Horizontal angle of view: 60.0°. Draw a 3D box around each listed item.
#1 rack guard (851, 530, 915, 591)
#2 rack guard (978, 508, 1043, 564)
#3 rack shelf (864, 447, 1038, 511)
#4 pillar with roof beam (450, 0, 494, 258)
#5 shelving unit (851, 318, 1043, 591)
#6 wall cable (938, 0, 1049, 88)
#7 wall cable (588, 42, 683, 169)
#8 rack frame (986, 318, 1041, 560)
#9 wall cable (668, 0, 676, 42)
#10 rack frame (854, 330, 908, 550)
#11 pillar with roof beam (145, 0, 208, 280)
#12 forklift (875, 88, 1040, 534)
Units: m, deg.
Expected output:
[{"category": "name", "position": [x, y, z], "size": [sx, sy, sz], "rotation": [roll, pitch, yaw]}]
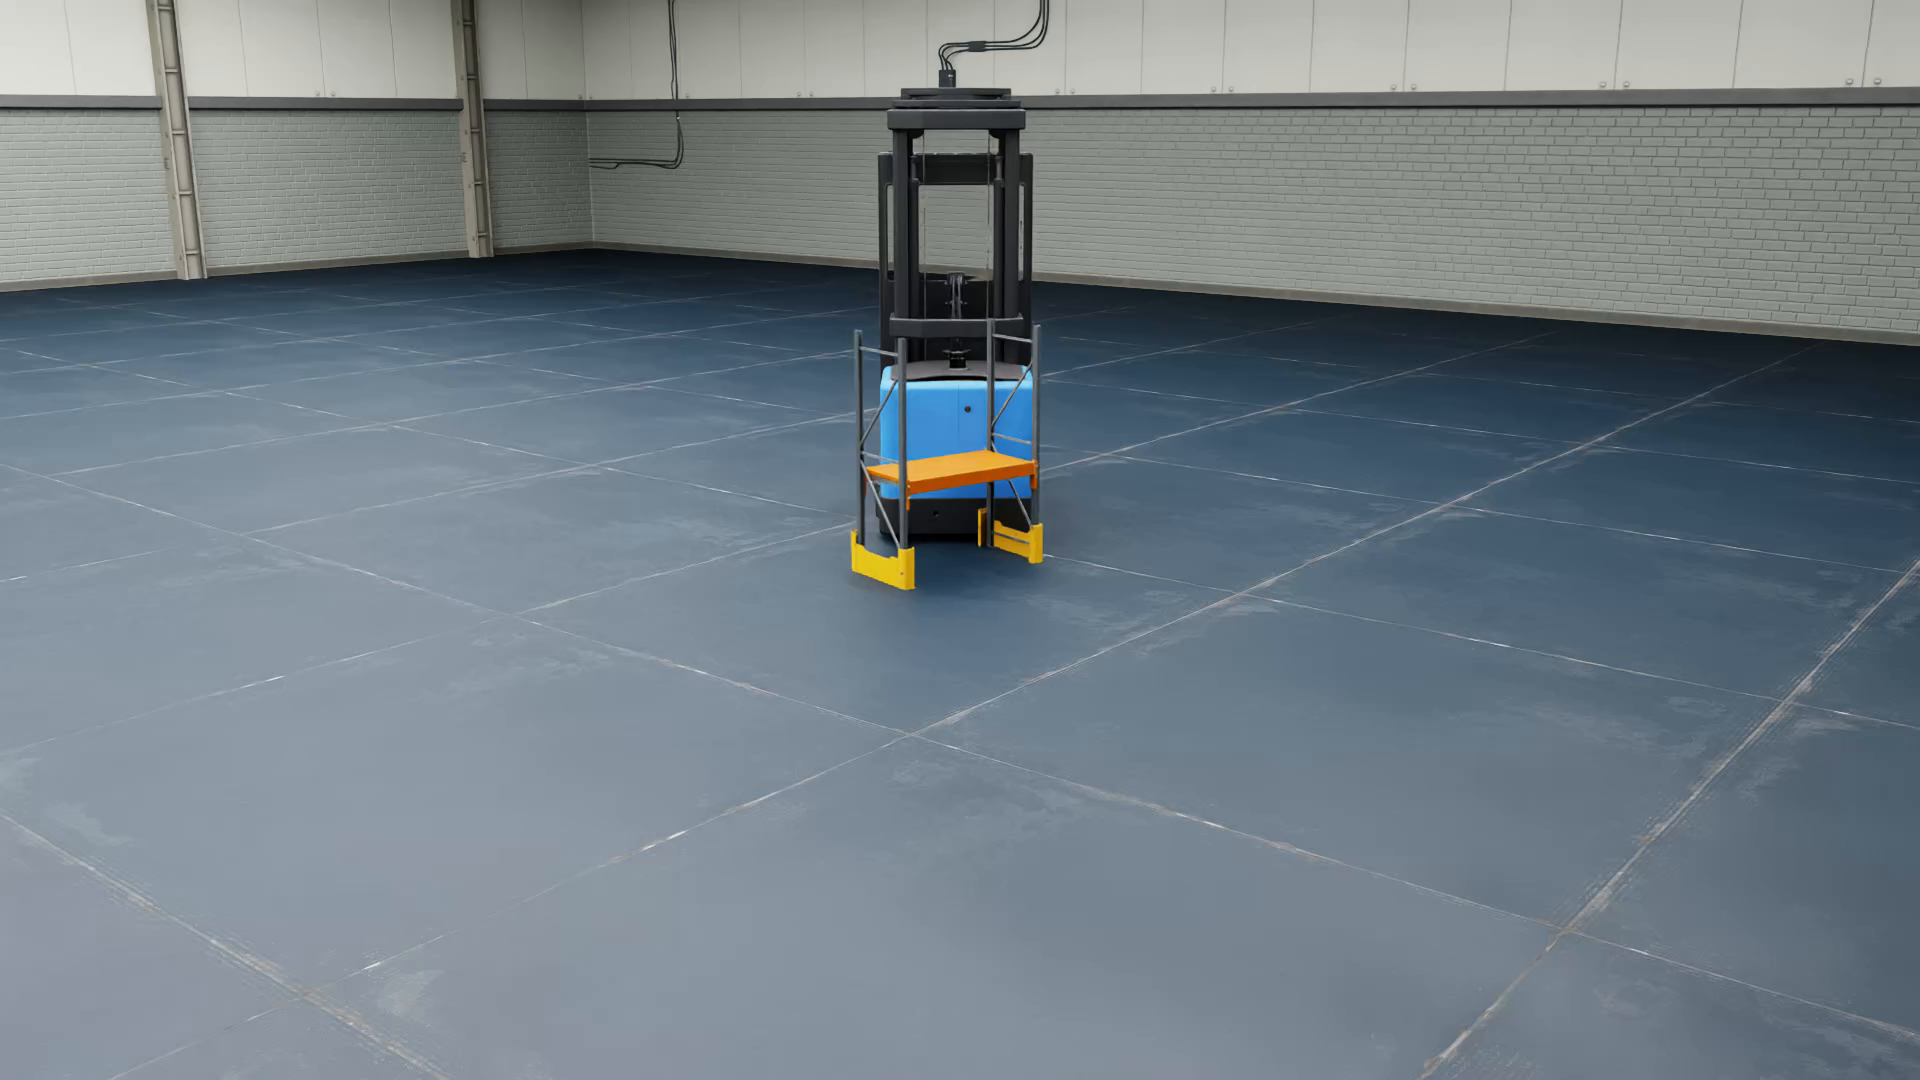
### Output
[{"category": "rack guard", "position": [-0.473, 0.120, 10.145], "size": [0.087, 0.250, 0.587], "rotation": [-11, 18, -36]}, {"category": "rack guard", "position": [0.321, -0.029, 10.728], "size": [0.087, 0.250, 0.587], "rotation": [-11, 18, -36]}, {"category": "rack shelf", "position": [-0.069, -0.387, 10.332], "size": [1.000, 0.185, 0.538], "rotation": [-11, 18, -36]}, {"category": "pillar with roof beam", "position": [-6.364, -9.439, 30.002], "size": [9.100, 9.000, 0.400], "rotation": [11, 18, 38]}, {"category": "shelving unit", "position": [-0.076, -0.560, 10.282], "size": [1.083, 1.500, 0.587], "rotation": [-11, 18, -36]}, {"category": "wall cable", "position": [0.542, -10.641, 27.826], "size": [2.305, 6.003, 0.169], "rotation": [11, 18, 38]}, {"category": "wall cable", "position": [-6.832, -8.960, 34.422], "size": [3.097, 2.526, 0.112], "rotation": [11, 18, 38]}, {"category": "rack frame", "position": [0.336, -0.637, 10.586], "size": [0.032, 1.500, 0.500], "rotation": [-11, 18, -36]}, {"category": "wall cable", "position": [-4.728, -10.989, 32.152], "size": [3.097, 2.526, 0.112], "rotation": [11, 18, 38]}, {"category": "rack frame", "position": [-0.474, -0.486, 9.990], "size": [0.032, 1.500, 0.500], "rotation": [-11, 18, -36]}, {"category": "pillar with roof beam", "position": [-10.135, -8.290, 25.479], "size": [9.100, 9.000, 0.400], "rotation": [11, 18, 38]}, {"category": "forklift", "position": [-0.037, -1.764, 12.116], "size": [1.130, 2.935, 3.031], "rotation": [0, 14, -1]}]
